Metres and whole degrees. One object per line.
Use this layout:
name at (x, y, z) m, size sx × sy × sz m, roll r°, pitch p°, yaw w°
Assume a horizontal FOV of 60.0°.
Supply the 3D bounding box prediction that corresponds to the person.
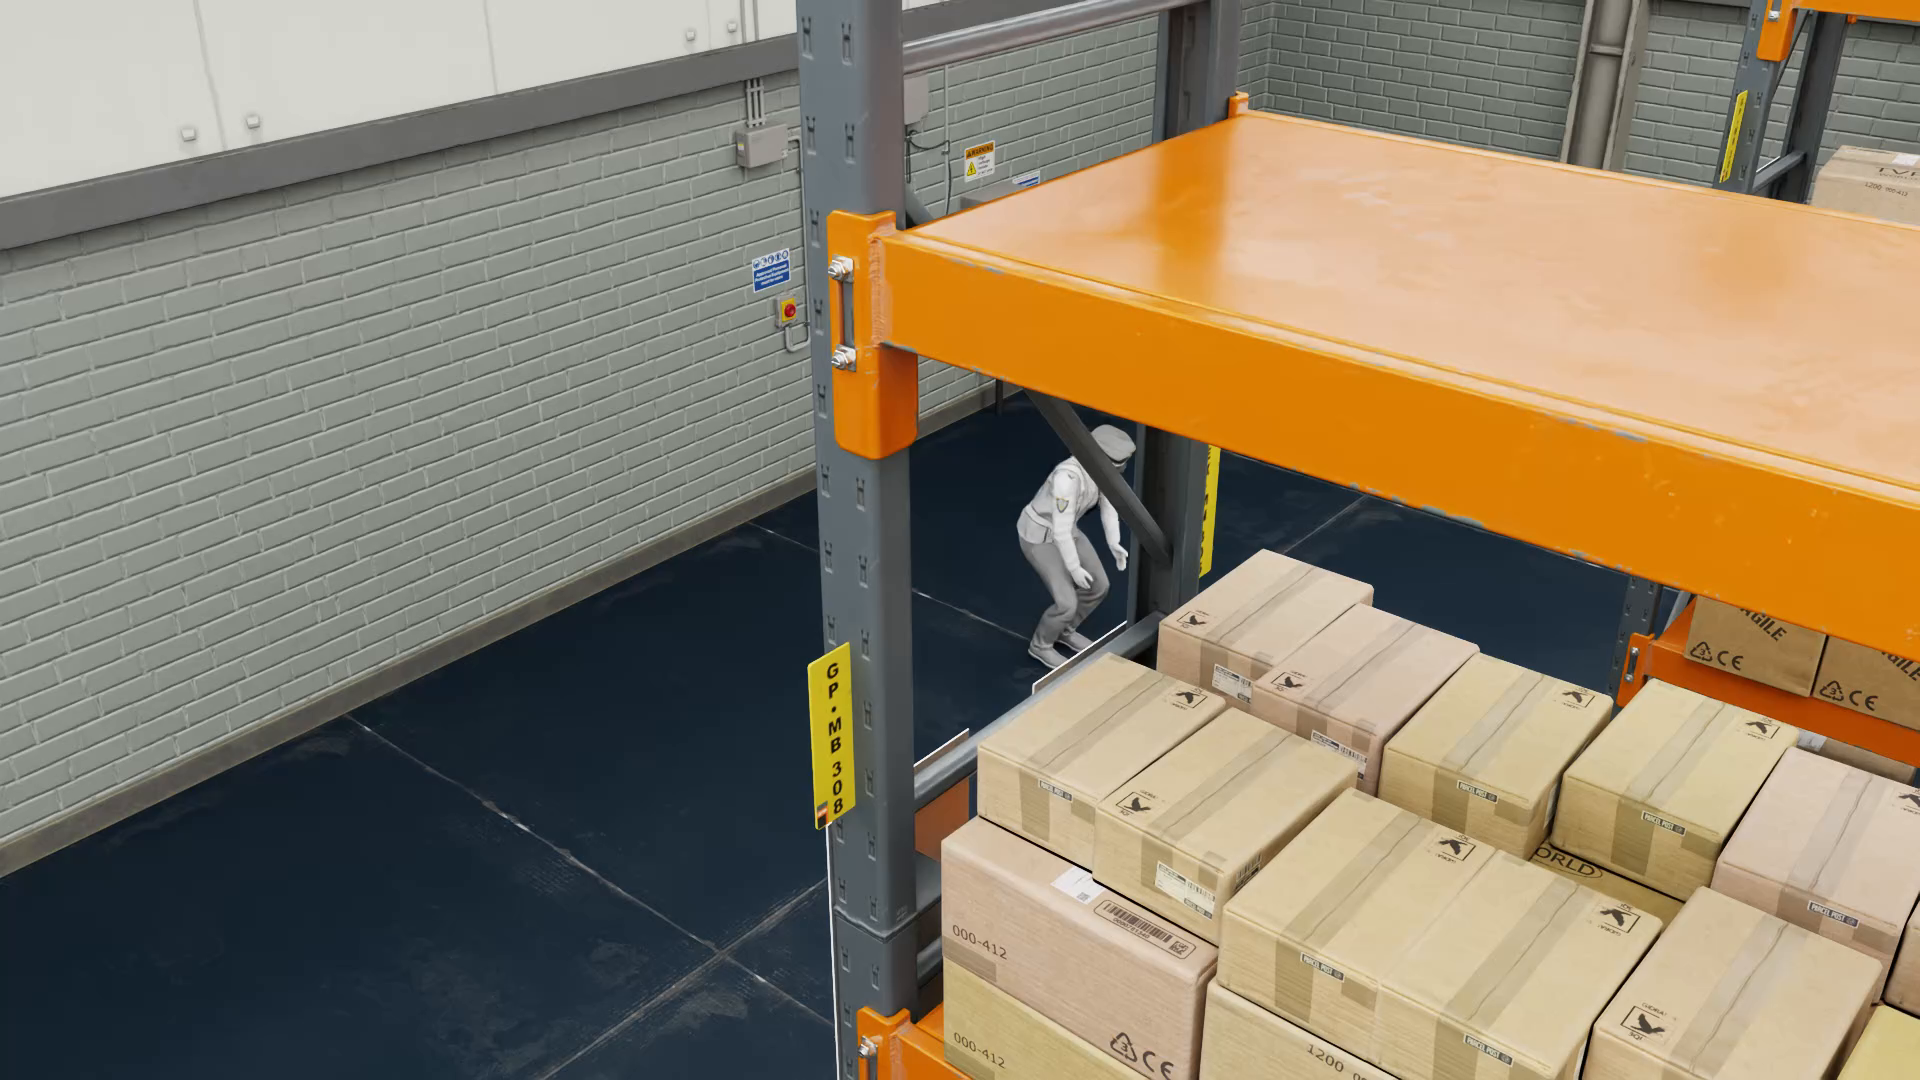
person at (0.651, 0.017, 9.237) m, size 0.654 × 1.451 × 0.533 m, roll 21°, pitch 34°, yaw 35°
